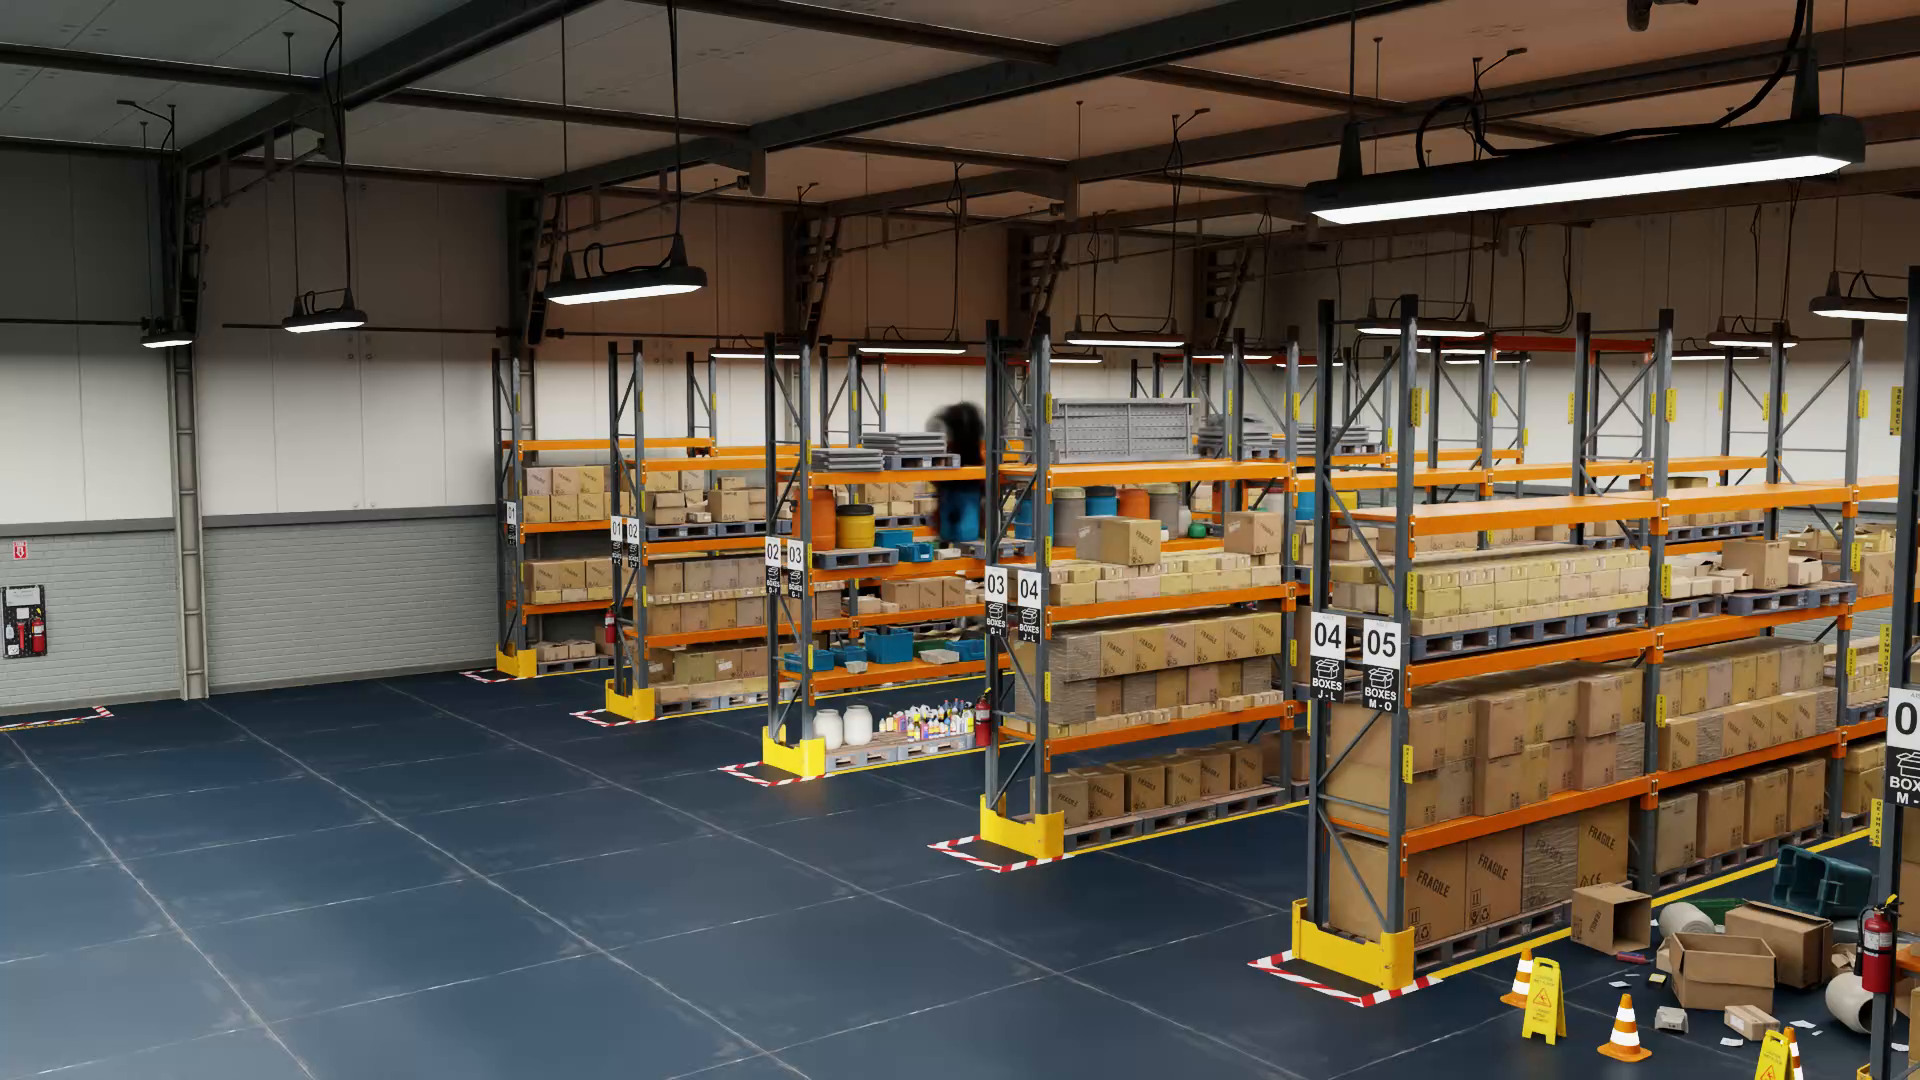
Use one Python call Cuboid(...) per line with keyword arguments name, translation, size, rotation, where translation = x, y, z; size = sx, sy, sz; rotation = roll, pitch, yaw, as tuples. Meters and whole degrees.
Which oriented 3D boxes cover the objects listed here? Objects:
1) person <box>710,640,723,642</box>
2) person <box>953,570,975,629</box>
Cuboid(name="person", translation=(-4.460, 1.696, 30.160), size=(0.668, 1.643, 0.880), rotation=(2, 5, 23))
Cuboid(name="person", translation=(0.116, 1.395, 33.254), size=(0.676, 1.709, 0.698), rotation=(4, 6, 37))
